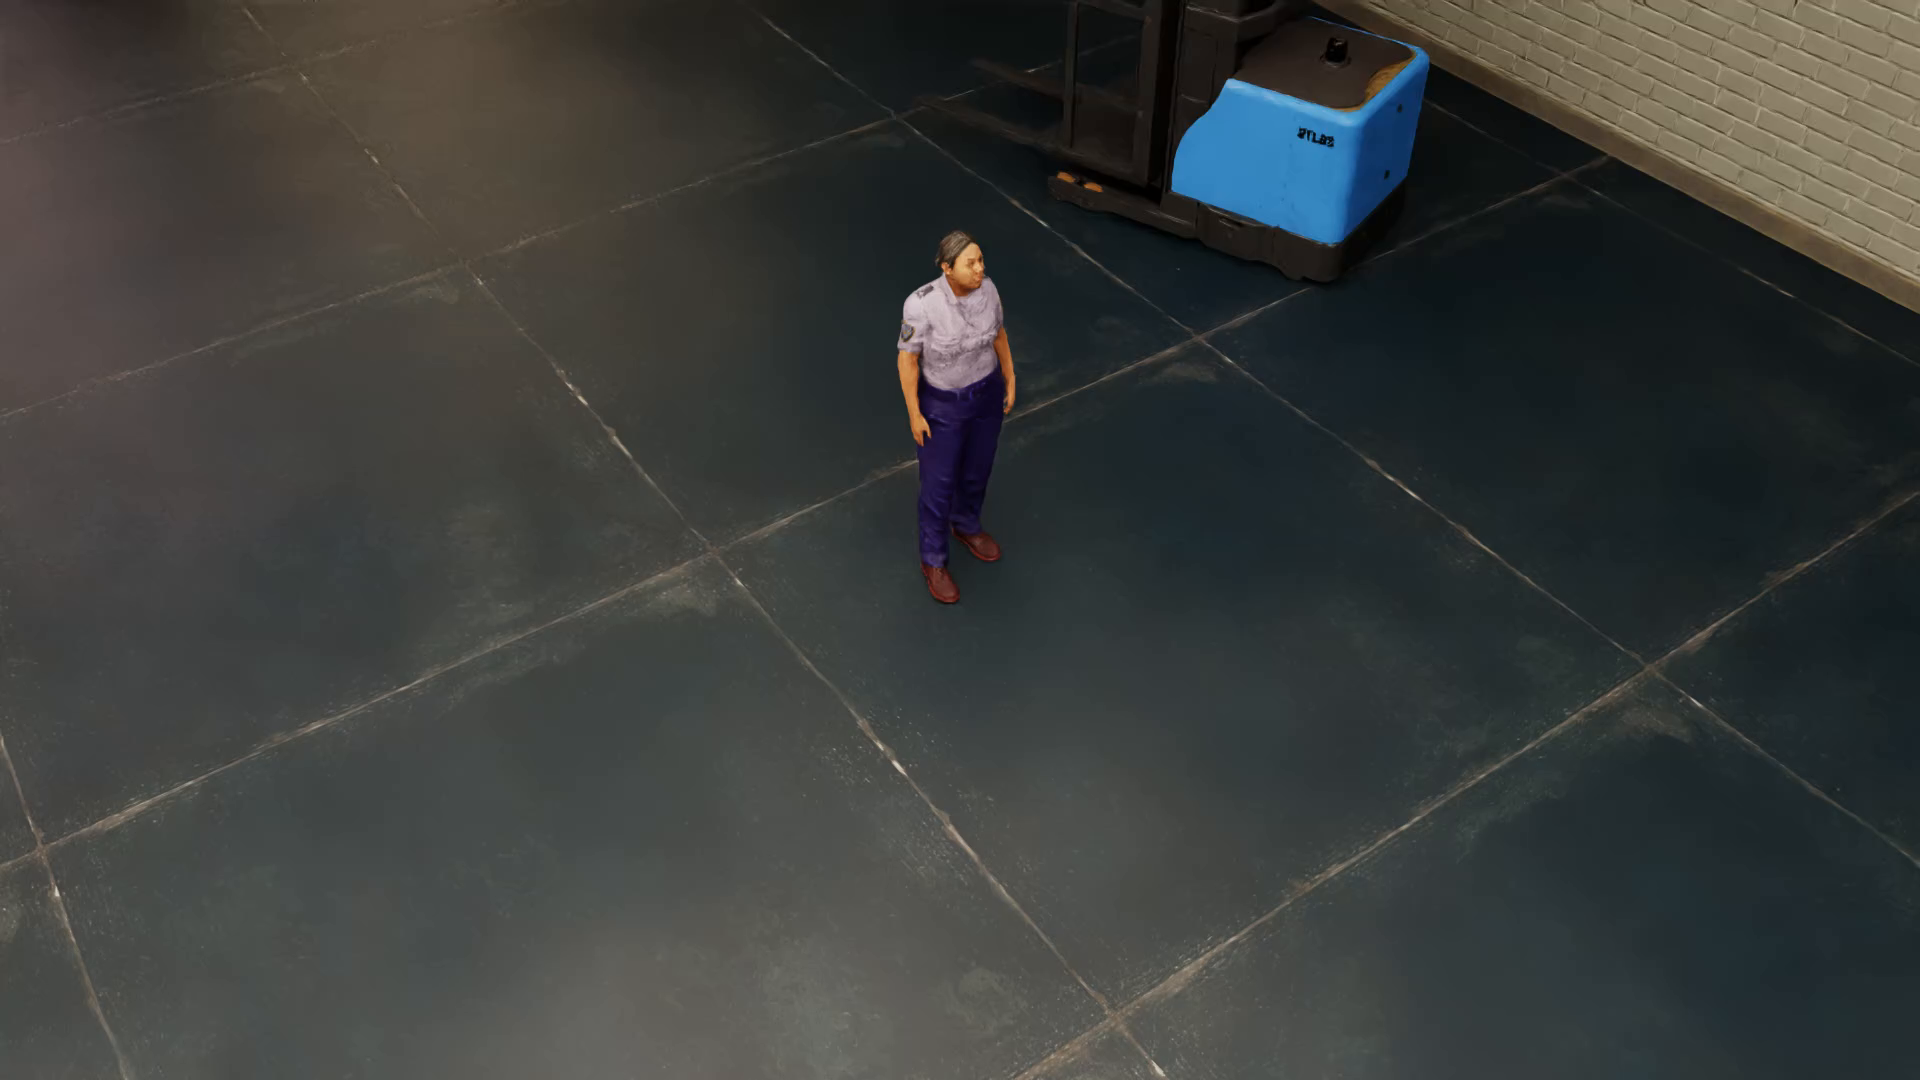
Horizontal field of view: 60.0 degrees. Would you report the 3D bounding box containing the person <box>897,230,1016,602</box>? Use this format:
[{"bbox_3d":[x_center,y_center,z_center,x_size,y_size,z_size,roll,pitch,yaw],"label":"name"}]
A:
[{"bbox_3d":[0.033,-0.552,7.251,0.599,1.650,0.502,-25,48,-25],"label":"person"}]

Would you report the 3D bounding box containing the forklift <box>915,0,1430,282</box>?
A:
[{"bbox_3d":[1.140,-3.329,9.328,3.031,2.935,1.130,25,48,25],"label":"forklift"}]
